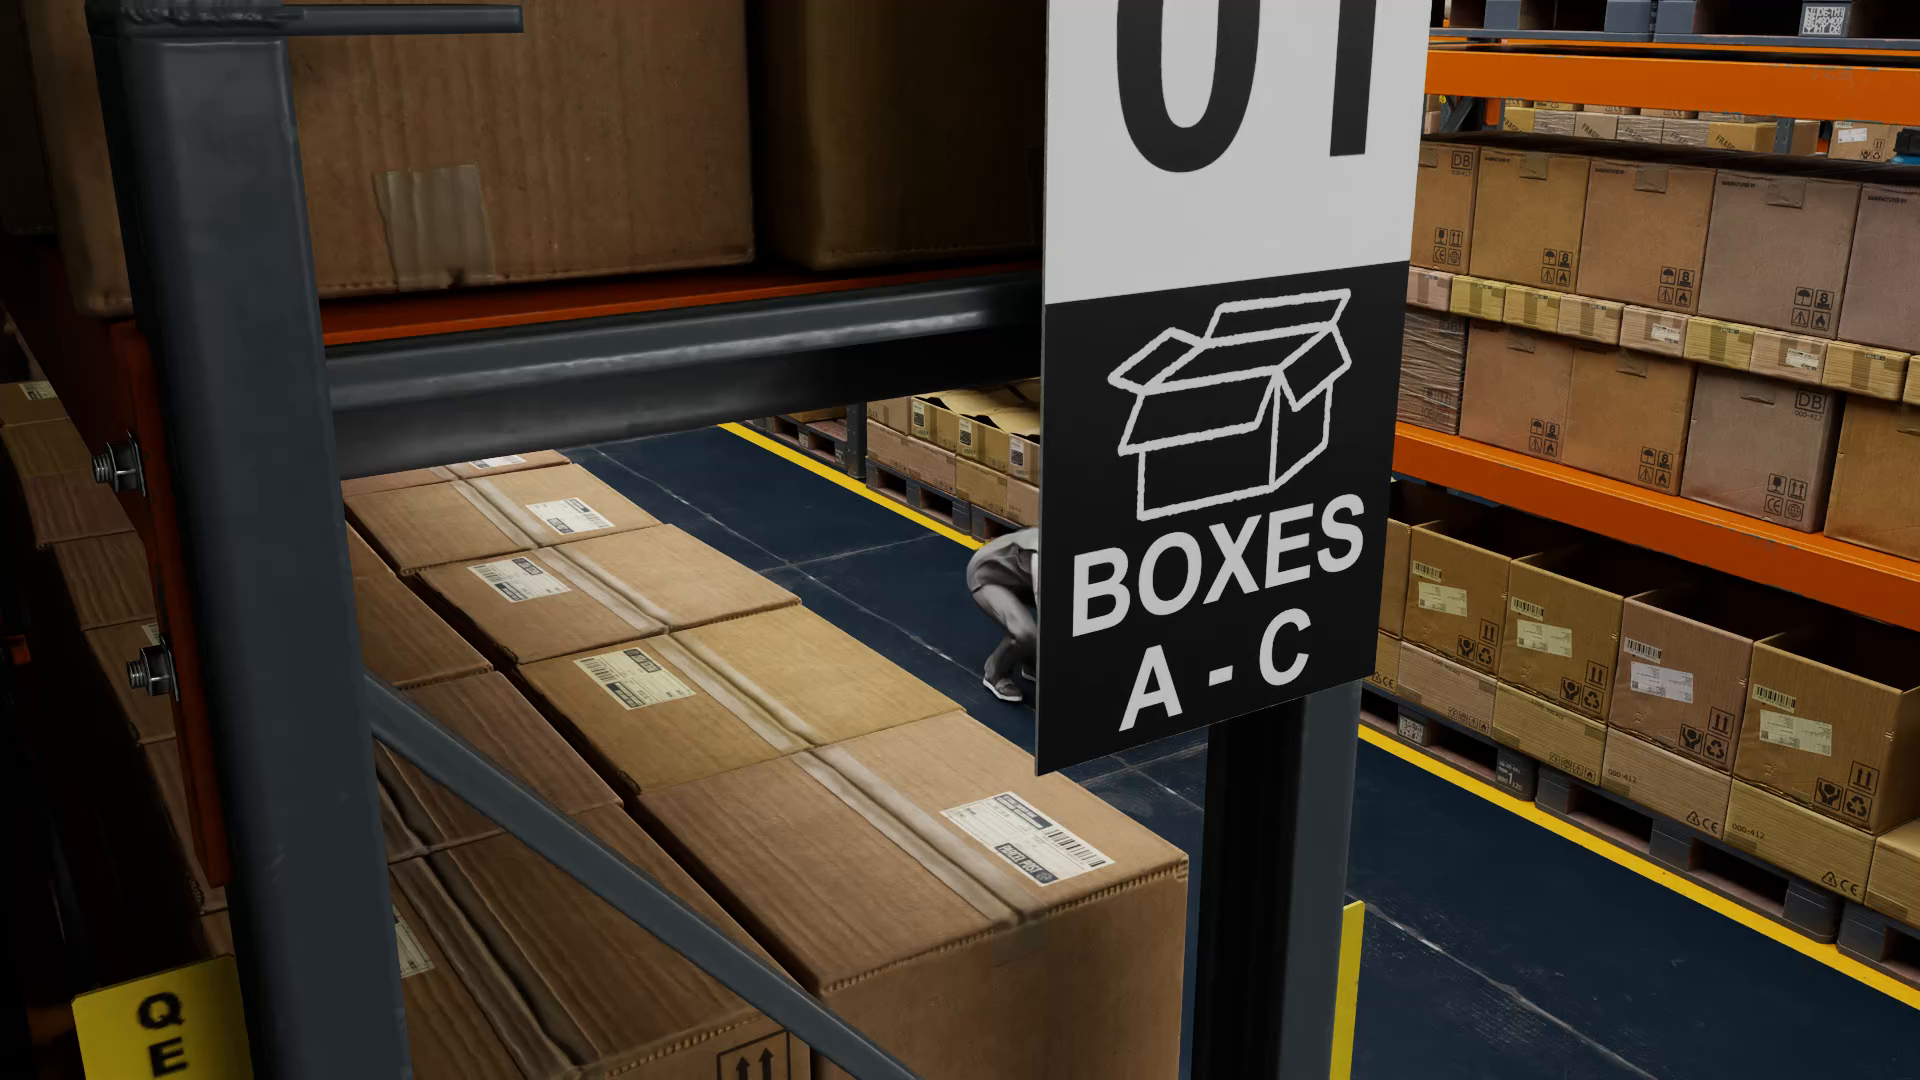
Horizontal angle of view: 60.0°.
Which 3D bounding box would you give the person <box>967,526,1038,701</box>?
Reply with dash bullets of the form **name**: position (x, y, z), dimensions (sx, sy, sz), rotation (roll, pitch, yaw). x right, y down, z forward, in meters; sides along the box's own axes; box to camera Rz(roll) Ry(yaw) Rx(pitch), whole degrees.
- **person**: position (0.370, 0.292, 7.321), dimensions (0.424, 0.893, 0.846), rotation (-13, 22, -34)
